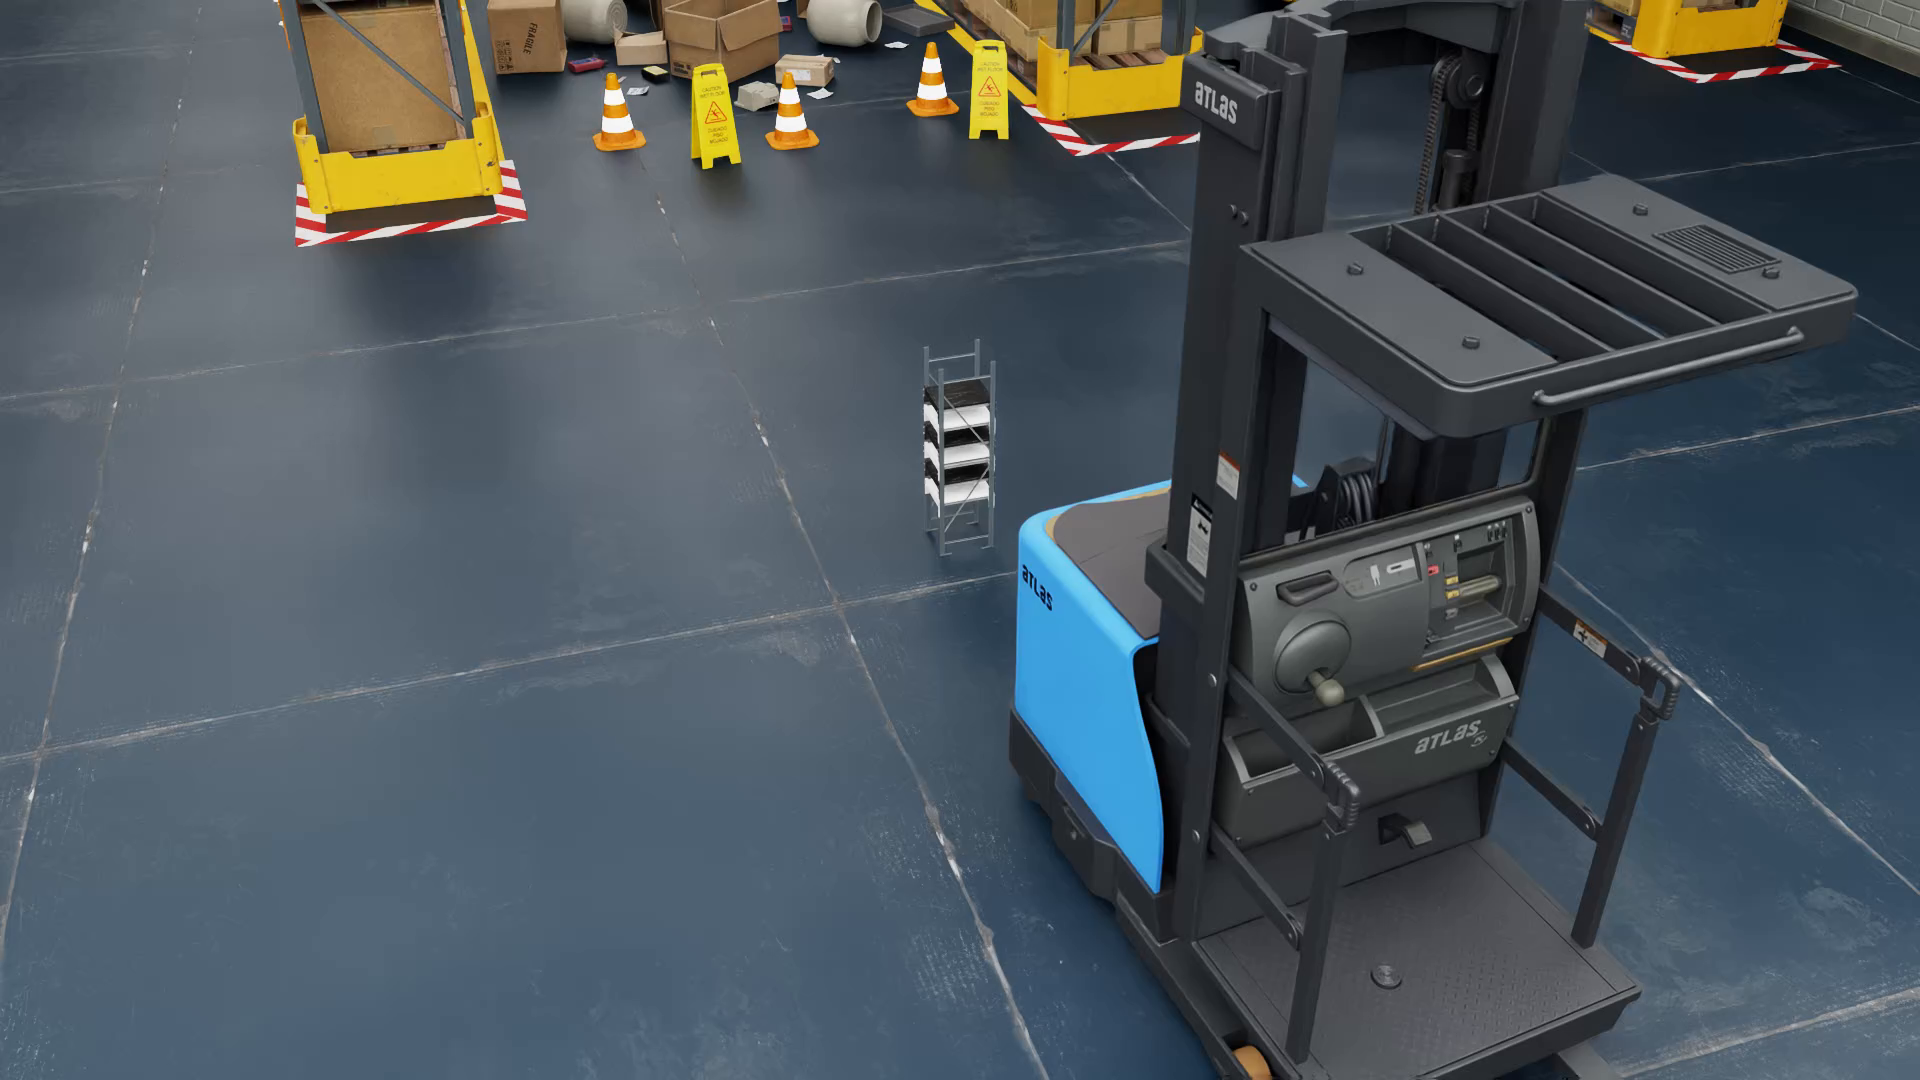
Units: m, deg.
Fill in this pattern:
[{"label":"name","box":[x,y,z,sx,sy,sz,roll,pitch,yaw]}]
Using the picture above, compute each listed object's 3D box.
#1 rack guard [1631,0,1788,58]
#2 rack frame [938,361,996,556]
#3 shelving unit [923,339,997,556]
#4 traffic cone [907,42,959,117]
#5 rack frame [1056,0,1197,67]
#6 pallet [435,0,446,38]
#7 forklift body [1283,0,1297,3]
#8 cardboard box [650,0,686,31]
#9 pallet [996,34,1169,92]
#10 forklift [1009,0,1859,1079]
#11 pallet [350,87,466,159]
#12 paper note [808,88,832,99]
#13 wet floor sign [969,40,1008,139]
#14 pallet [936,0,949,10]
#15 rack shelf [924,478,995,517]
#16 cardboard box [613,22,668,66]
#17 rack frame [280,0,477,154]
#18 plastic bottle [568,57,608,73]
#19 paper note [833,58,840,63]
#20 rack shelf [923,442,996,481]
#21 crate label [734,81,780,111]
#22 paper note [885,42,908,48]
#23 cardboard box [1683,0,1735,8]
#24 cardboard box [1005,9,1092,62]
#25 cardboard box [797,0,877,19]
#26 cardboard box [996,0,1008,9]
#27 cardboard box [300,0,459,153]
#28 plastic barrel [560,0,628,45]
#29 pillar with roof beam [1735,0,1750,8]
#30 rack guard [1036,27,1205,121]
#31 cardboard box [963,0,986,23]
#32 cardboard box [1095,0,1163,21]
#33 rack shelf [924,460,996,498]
[{"label":"rack guard","box":[5.897,-4.129,13.045,1.175,0.500,0.348,-10,35,-15]},{"label":"rack frame","box":[0.029,-0.326,6.928,0.240,0.900,0.006,-10,35,-15]},{"label":"shelving unit","box":[-0.002,-0.380,7.008,0.258,0.900,0.210,-10,35,-15]},{"label":"traffic cone","box":[-0.196,-3.298,11.821,0.336,0.463,0.334,-10,35,-15]},{"label":"rack frame","box":[1.164,-4.348,11.109,1.000,3.000,0.127,-10,35,-15]},{"label":"pallet","box":[-4.582,-3.987,13.091,1.003,0.211,1.213,-10,35,-15]},{"label":"forklift body","box":[3.574,-5.519,13.651,2.313,2.155,1.214,-10,35,-15]},{"label":"cardboard box","box":[-2.076,-4.349,13.252,0.797,0.637,0.503,-10,35,-15]},{"label":"pallet","box":[0.926,-3.657,12.592,1.003,0.211,1.213,-10,35,-15]},{"label":"forklift","box":[1.246,0.224,4.252,1.130,2.935,3.031,-14,36,-20]},{"label":"pallet","box":[-3.838,-2.705,11.153,1.003,0.211,1.213,-10,35,-15]},{"label":"paper note","box":[-1.020,-3.271,12.172,0.148,0.019,0.142,-23,40,-31]},{"label":"wet floor sign","box":[0.203,-3.086,11.334,0.267,0.644,0.232,1,33,2]},{"label":"pallet","box":[0.182,-4.938,14.531,1.003,0.211,1.213,-10,35,-15]},{"label":"rack shelf","box":[-0.002,-0.202,7.126,0.258,0.077,0.200,-10,35,-15]},{"label":"cardboard box","box":[-2.462,-3.829,12.804,0.396,0.266,0.258,-4,34,-6]},{"label":"rack frame","box":[-3.520,-3.462,9.769,1.000,3.000,0.127,-10,35,-15]},{"label":"plastic bottle","box":[-2.835,-3.630,12.689,0.283,0.061,0.133,-23,40,-31]},{"label":"paper note","box":[-0.955,-3.710,12.856,0.032,0.001,0.123,-10,35,-15]},{"label":"rack shelf","box":[-0.002,-0.352,7.027,0.258,0.077,0.200,-10,35,-15]},{"label":"crate label","box":[-1.448,-3.199,11.967,0.298,0.136,0.250,27,42,34]},{"label":"paper note","box":[-0.500,-3.921,13.156,0.142,0.019,0.148,-23,40,-31]},{"label":"cardboard box","box":[5.926,-4.503,13.457,0.500,0.250,0.500,-10,35,-15]},{"label":"cardboard box","box":[0.653,-3.767,12.344,0.500,0.250,0.500,-10,35,-15]},{"label":"cardboard box","box":[-1.026,-4.615,13.778,0.500,0.500,0.500,13,36,18]},{"label":"cardboard box","box":[0.508,-4.339,12.528,0.500,0.500,0.500,-9,34,-13]},{"label":"cardboard box","box":[-3.789,-3.096,10.761,0.875,0.875,0.875,-10,35,-14]},{"label":"plastic barrel","box":[-2.933,-4.150,13.146,0.512,0.421,0.421,13,36,18]},{"label":"pillar with roof beam","box":[2.436,-7.480,10.408,9.100,9.000,0.400,-10,35,-15]},{"label":"rack guard","box":[1.140,-3.345,11.858,1.175,0.500,0.348,-10,35,-15]},{"label":"cardboard box","box":[0.345,-4.302,13.153,0.500,0.250,0.500,-11,35,-16]},{"label":"cardboard box","box":[1.173,-4.171,12.274,0.500,0.500,0.500,-11,35,-16]},{"label":"rack shelf","box":[-0.002,-0.277,7.076,0.258,0.077,0.200,-10,35,-15]}]
